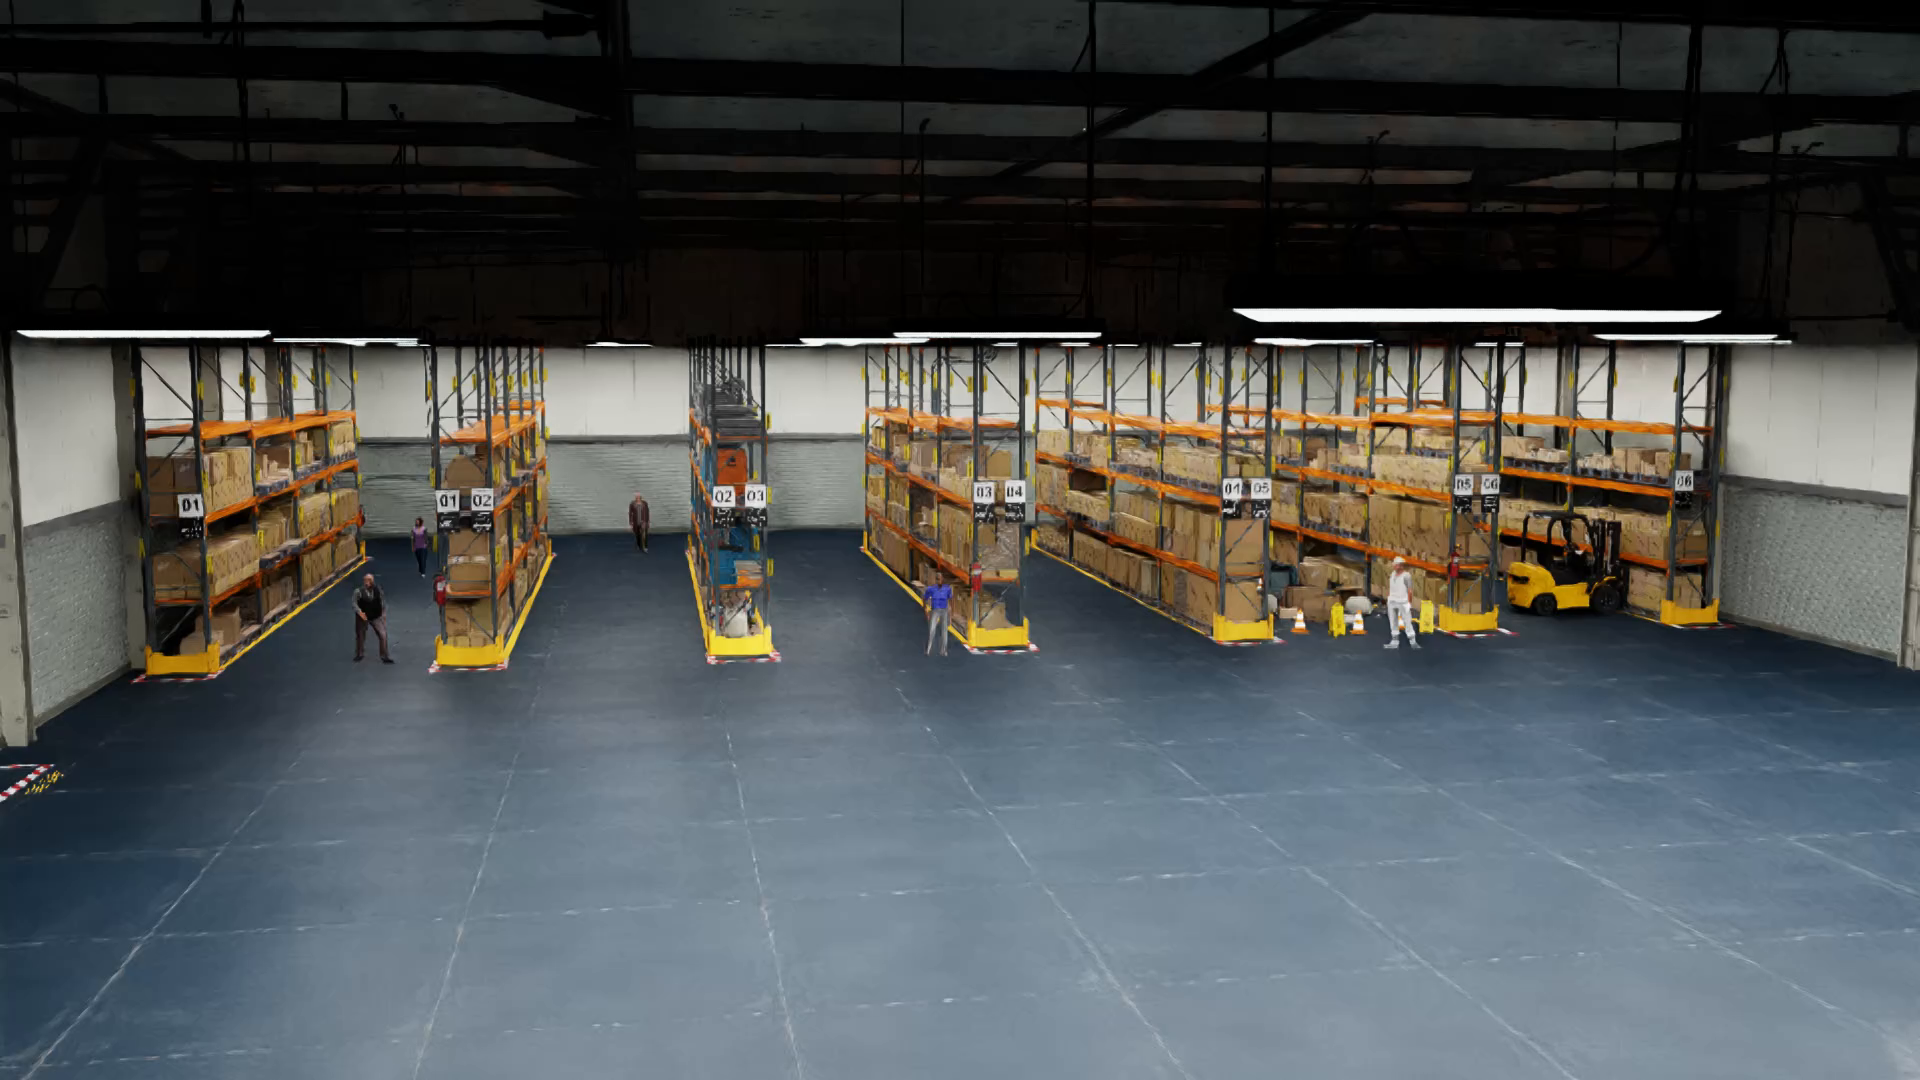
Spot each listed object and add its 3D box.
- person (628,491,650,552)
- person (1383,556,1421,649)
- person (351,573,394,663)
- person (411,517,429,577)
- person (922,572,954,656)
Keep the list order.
[{"bbox_3d":[-9.084,-0.531,47.087,0.598,1.698,1.193,-1,7,-8],"label":"person"},{"bbox_3d":[8.479,1.202,31.837,0.477,1.788,0.736,-5,8,-39],"label":"person"},{"bbox_3d":[-10.784,1.416,30.382,0.679,1.661,0.830,-4,7,-29],"label":"person"},{"bbox_3d":[-13.622,0.158,41.914,0.417,1.517,1.037,-1,7,-8],"label":"person"},{"bbox_3d":[-0.408,1.379,31.086,0.592,1.604,0.518,-2,7,-13],"label":"person"}]
